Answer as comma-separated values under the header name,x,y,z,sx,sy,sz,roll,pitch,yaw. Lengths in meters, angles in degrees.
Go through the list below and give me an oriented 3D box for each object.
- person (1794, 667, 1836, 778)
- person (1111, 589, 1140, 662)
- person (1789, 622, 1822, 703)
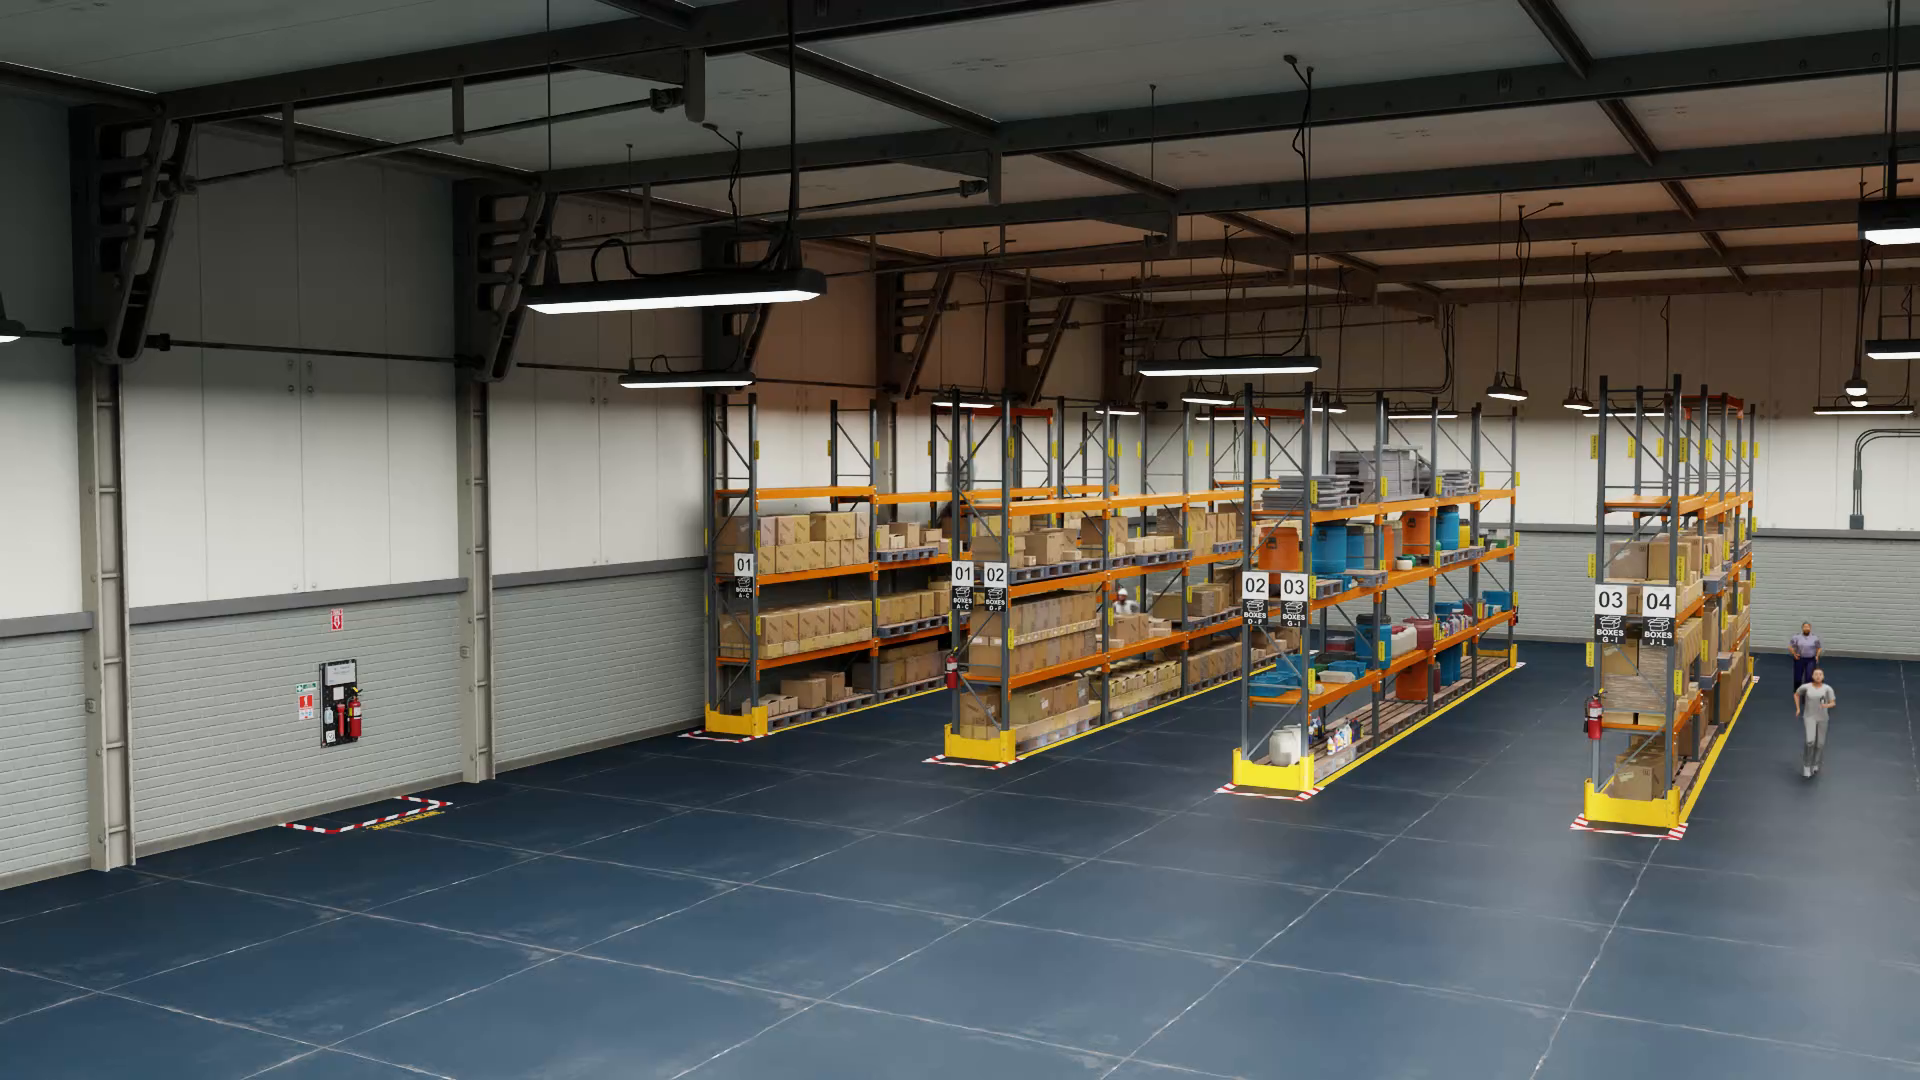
name,x,y,z,sx,sy,sz,roll,pitch,yaw
person,13.120,2.789,25.517,0.536,1.694,0.708,1,3,18
person,3.828,2.036,38.715,0.678,1.815,0.851,1,3,19
person,16.743,2.423,32.941,0.595,1.601,0.560,1,3,21
